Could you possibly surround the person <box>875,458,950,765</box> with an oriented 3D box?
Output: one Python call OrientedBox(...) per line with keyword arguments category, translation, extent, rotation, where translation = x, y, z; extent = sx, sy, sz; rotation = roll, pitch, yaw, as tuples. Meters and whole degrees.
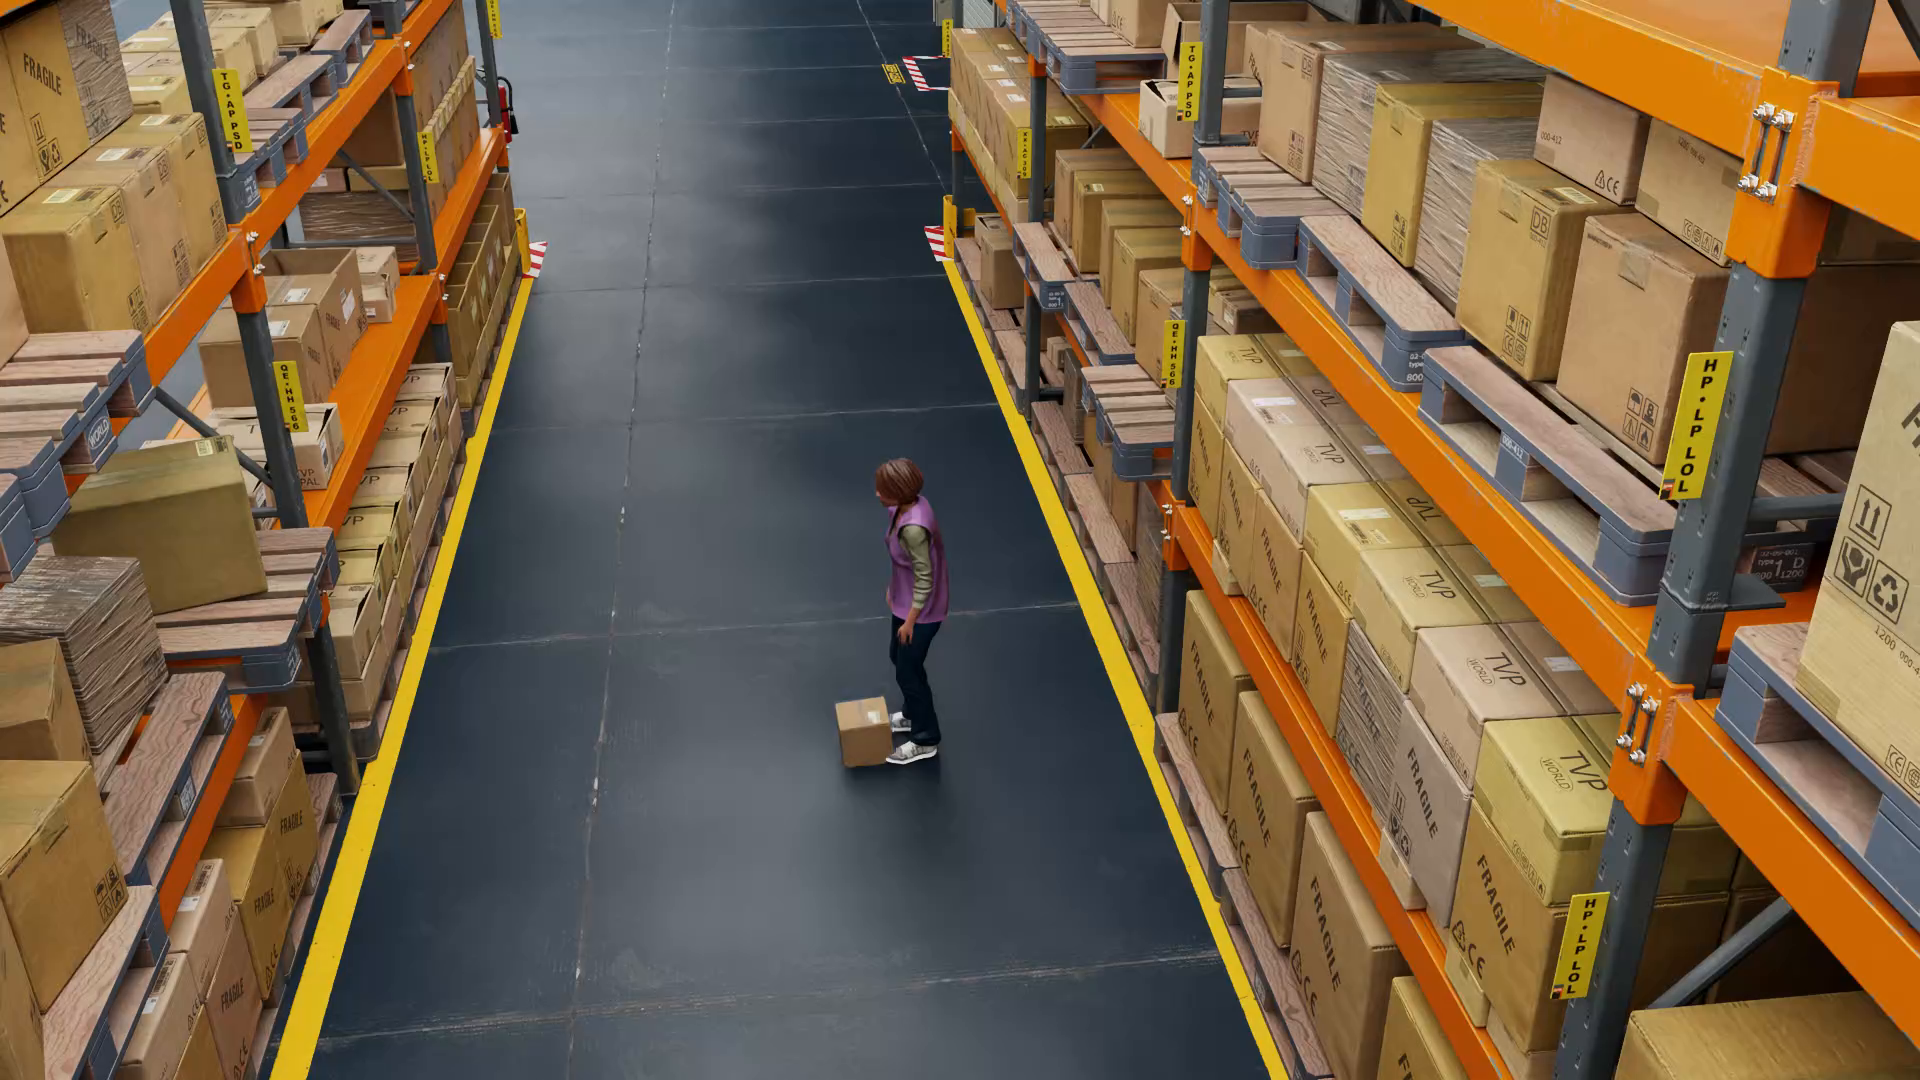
OrientedBox(category="person", translation=(-0.229, 0.329, 7.999), extent=(0.336, 1.594, 0.460), rotation=(-5, 28, -9))
